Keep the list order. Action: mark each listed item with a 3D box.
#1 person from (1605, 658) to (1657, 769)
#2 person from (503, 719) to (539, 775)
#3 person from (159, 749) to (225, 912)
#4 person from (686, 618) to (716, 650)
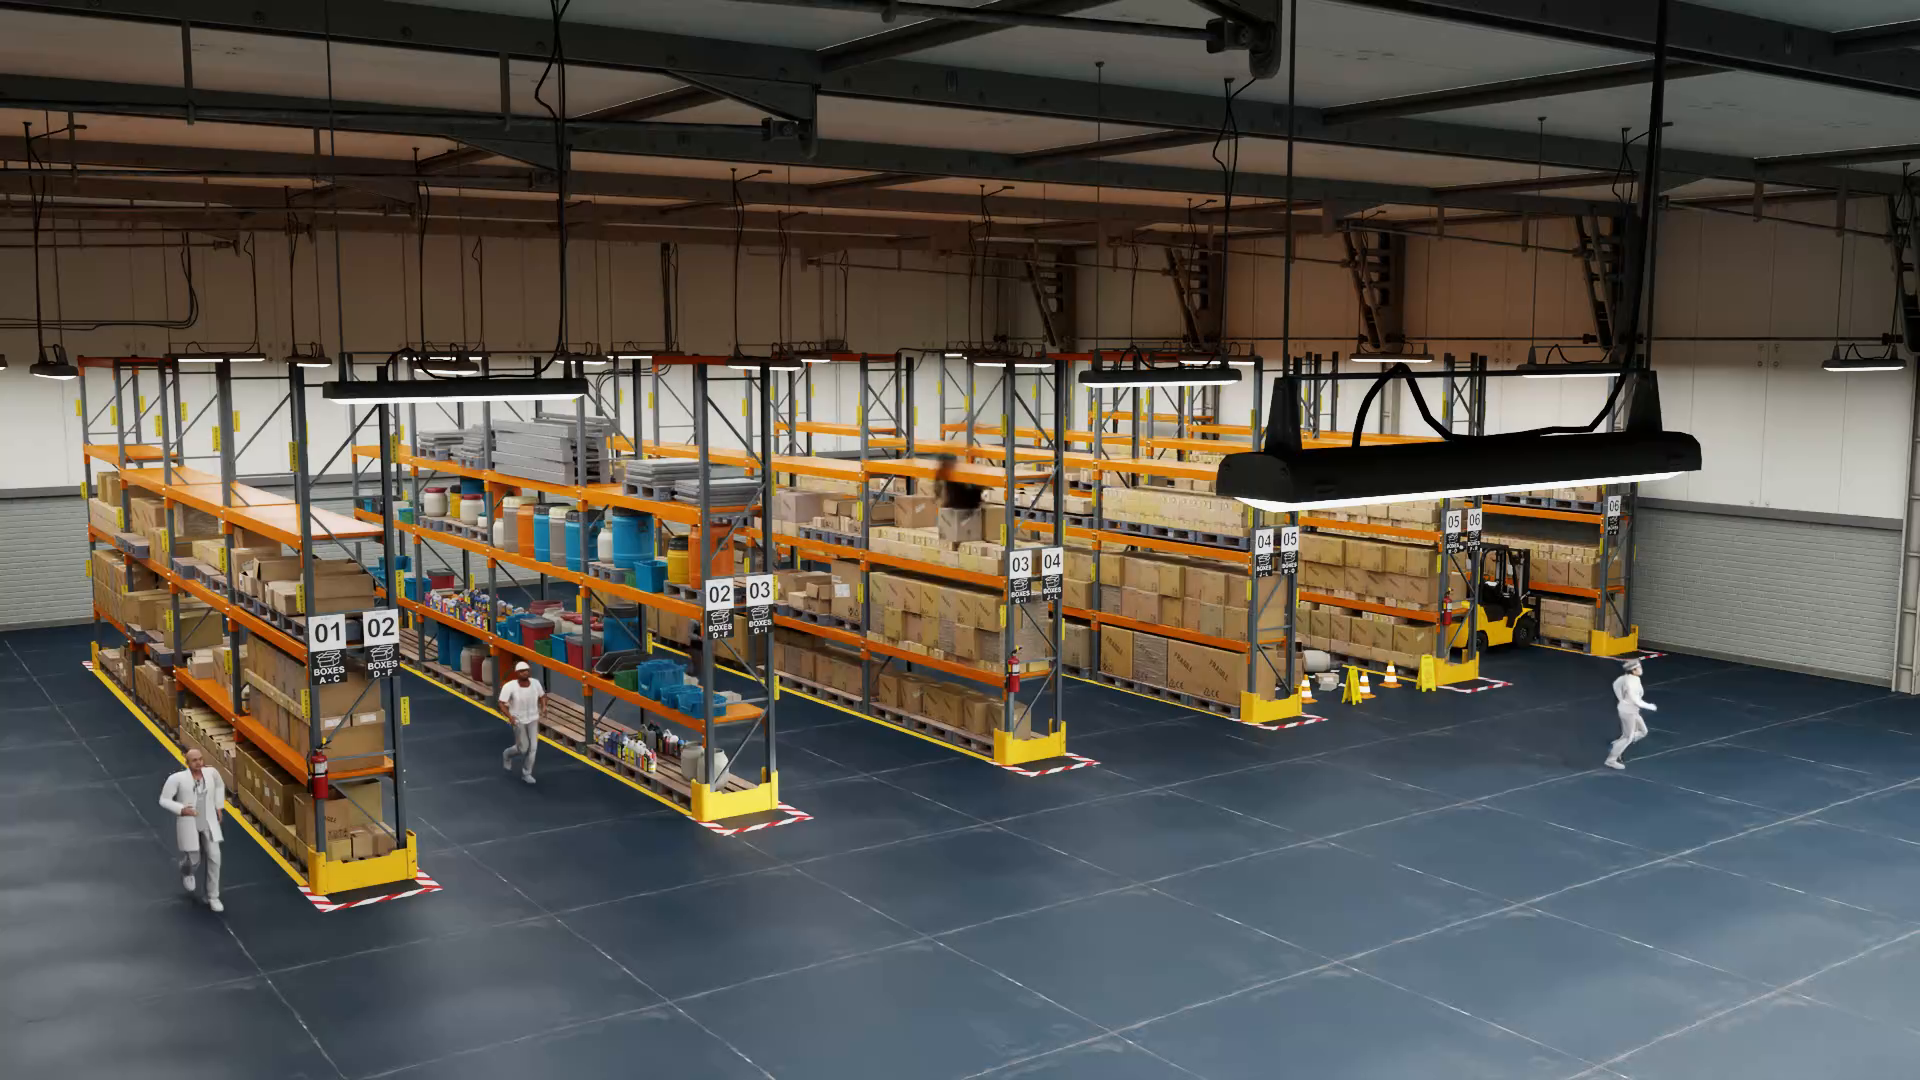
[{"bbox_3d":[9.906,2.543,24.549,0.679,1.658,0.639,2,7,14],"label":"person"},{"bbox_3d":[-6.298,2.941,23.937,0.398,0.894,0.542,-5,9,-37],"label":"person"},{"bbox_3d":[-8.565,3.218,18.652,0.747,1.774,0.964,-6,9,-42],"label":"person"},{"bbox_3d":[-4.488,1.504,29.249,0.604,0.848,0.646,7,10,44],"label":"person"}]
